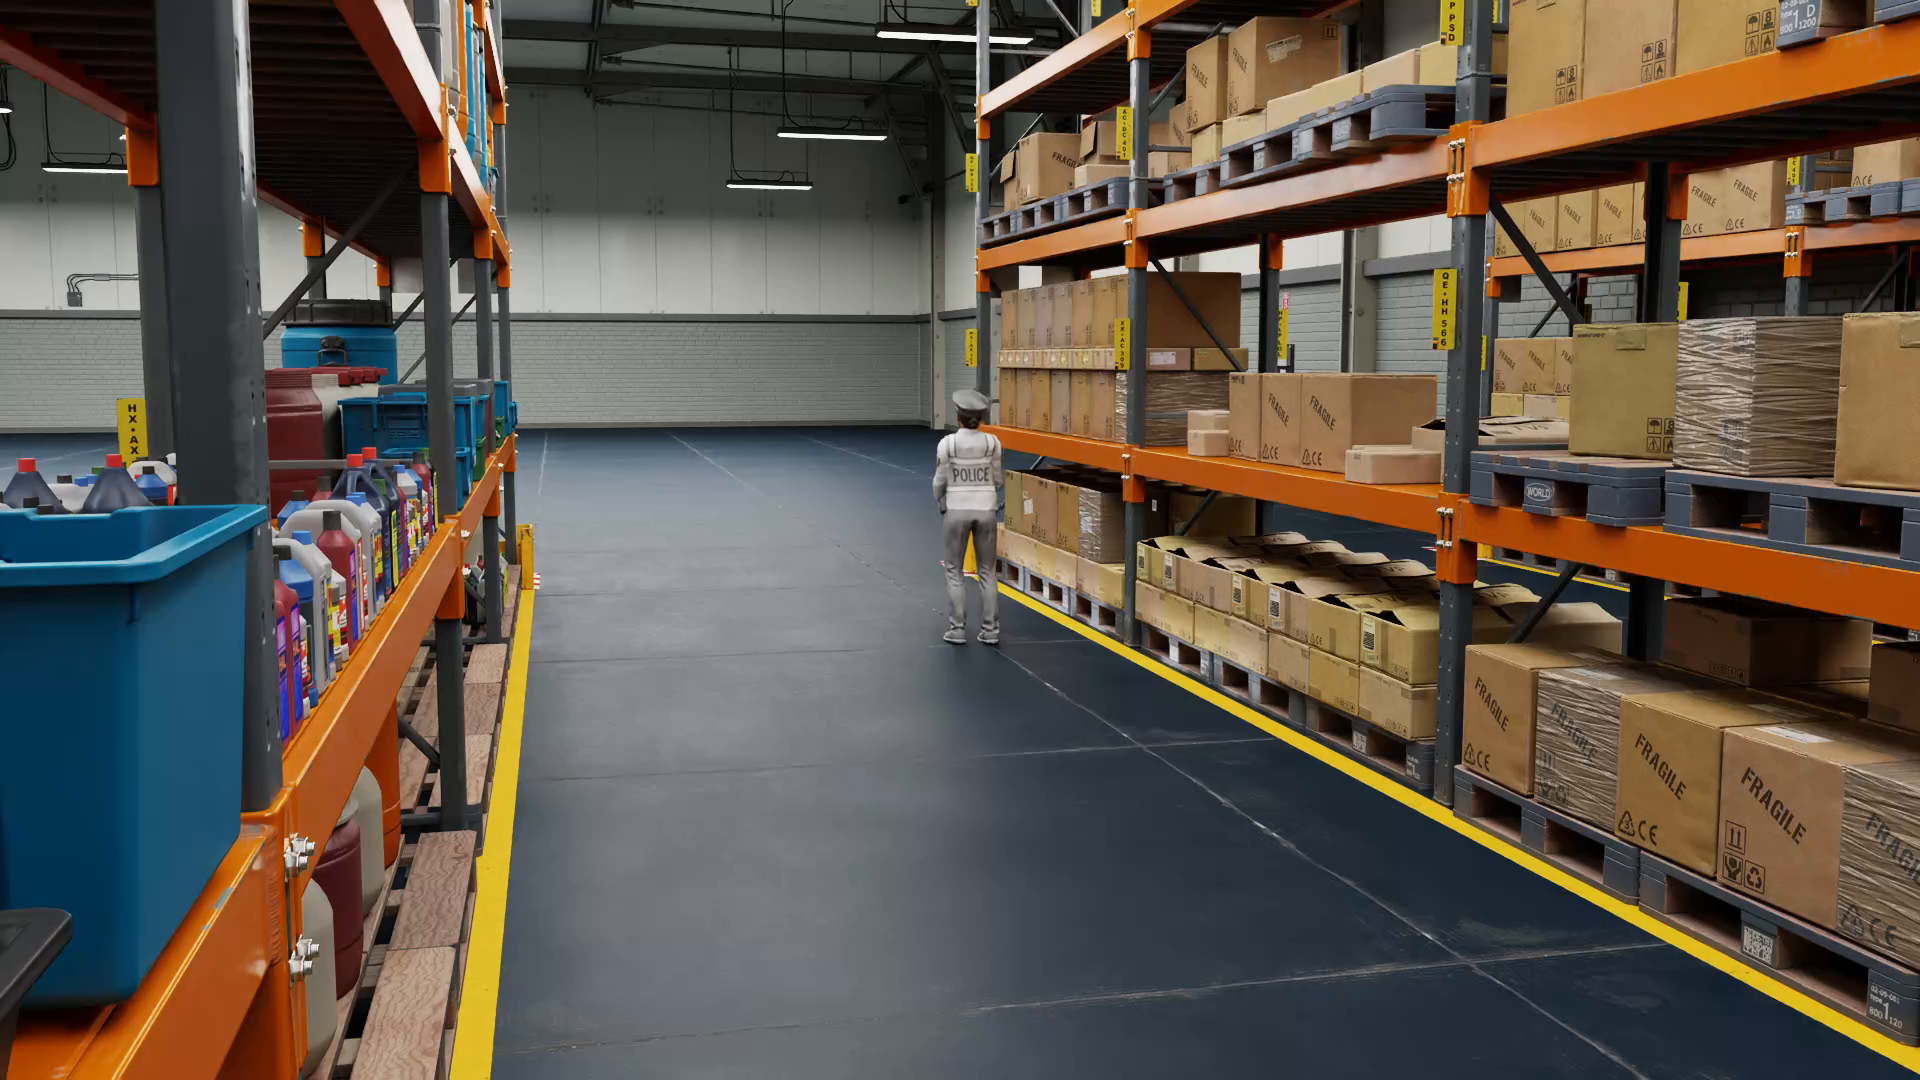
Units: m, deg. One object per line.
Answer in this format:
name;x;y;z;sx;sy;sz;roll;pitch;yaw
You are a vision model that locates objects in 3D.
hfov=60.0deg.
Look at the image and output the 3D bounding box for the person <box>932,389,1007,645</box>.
person;0.052;-0.150;10.957;0.501;1.682;0.398;-1;6;-13
